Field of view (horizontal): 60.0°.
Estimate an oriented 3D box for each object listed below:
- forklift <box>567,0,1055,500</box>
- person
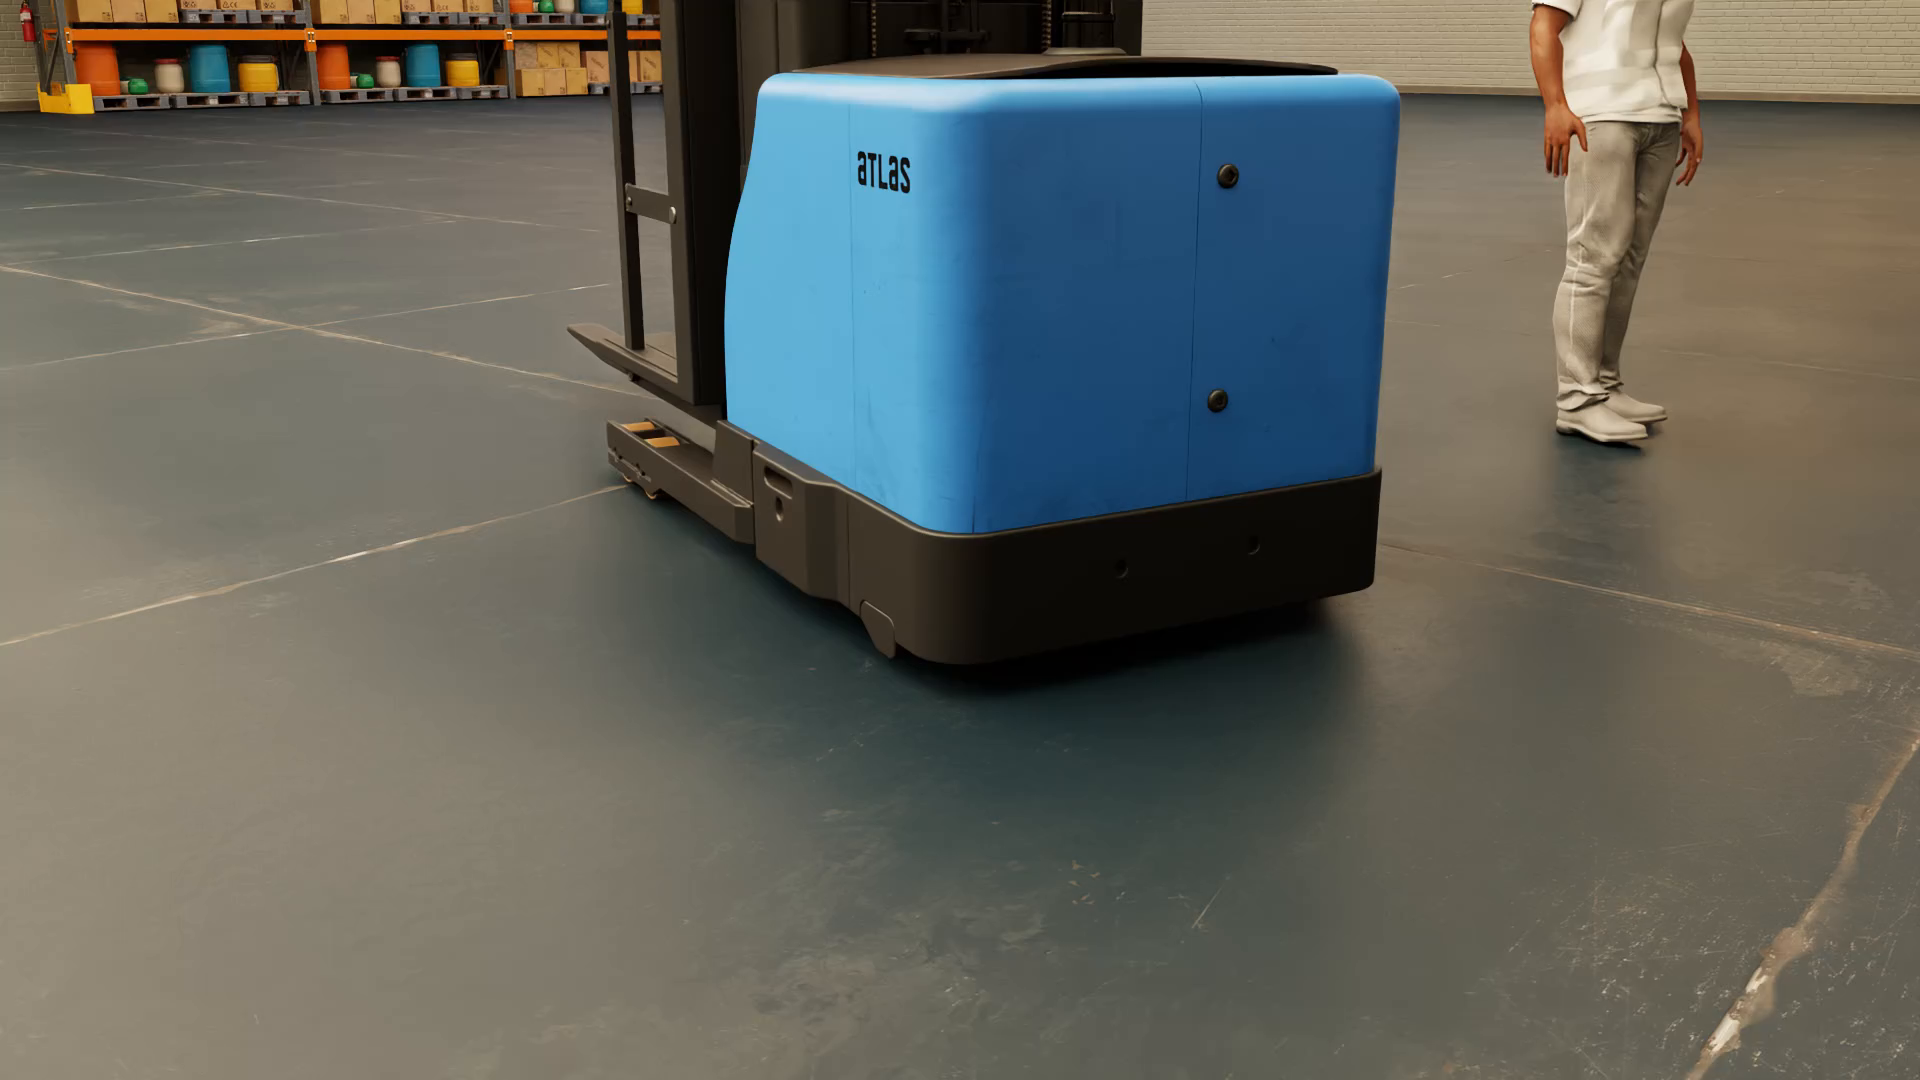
[{"bbox_3d":[-0.285,-1.559,4.033,1.121,2.935,3.031,-9,19,-27],"label":"forklift"},{"bbox_3d":[2.001,-1.211,4.880,0.691,1.770,0.573,-11,20,-32],"label":"person"}]
